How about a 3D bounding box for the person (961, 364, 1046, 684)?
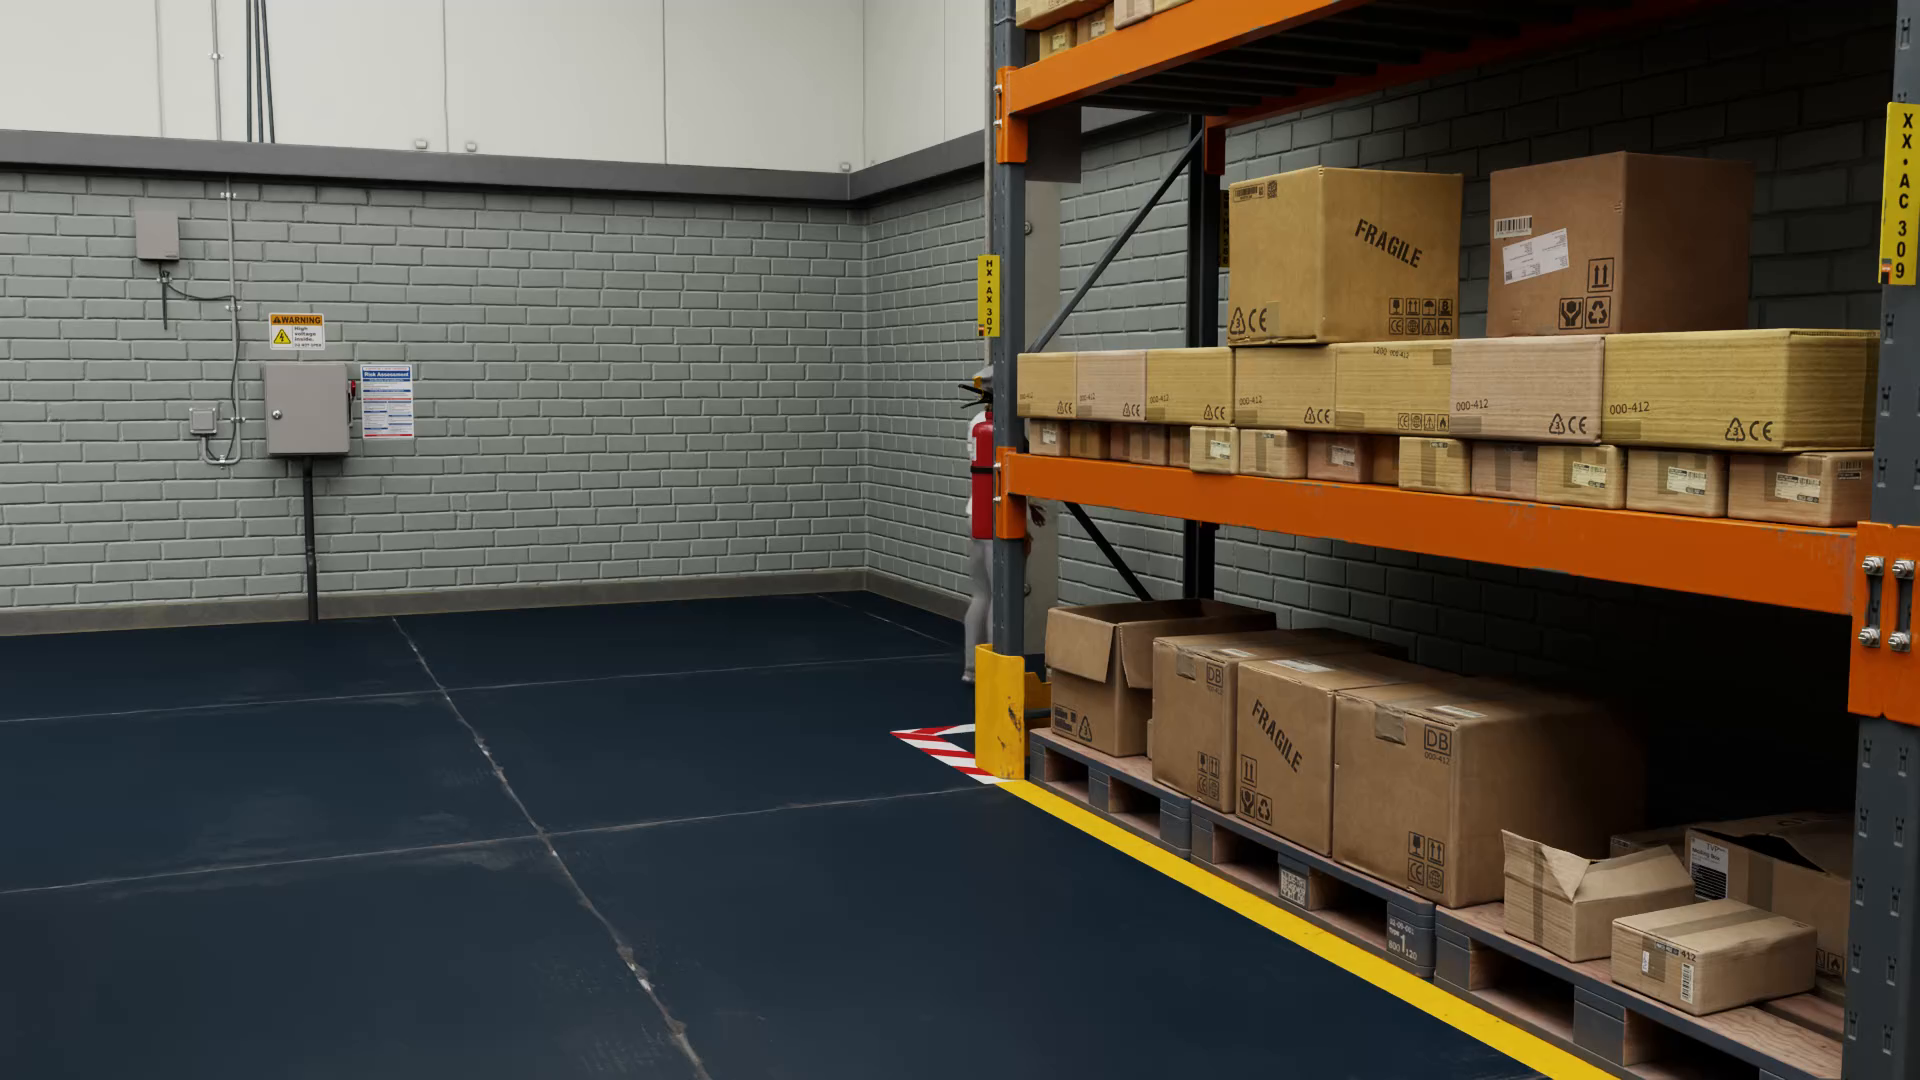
[{"bbox_3d":[0.285,-0.056,8.471,0.496,1.719,0.609,-2,6,-19],"label":"person"}]
